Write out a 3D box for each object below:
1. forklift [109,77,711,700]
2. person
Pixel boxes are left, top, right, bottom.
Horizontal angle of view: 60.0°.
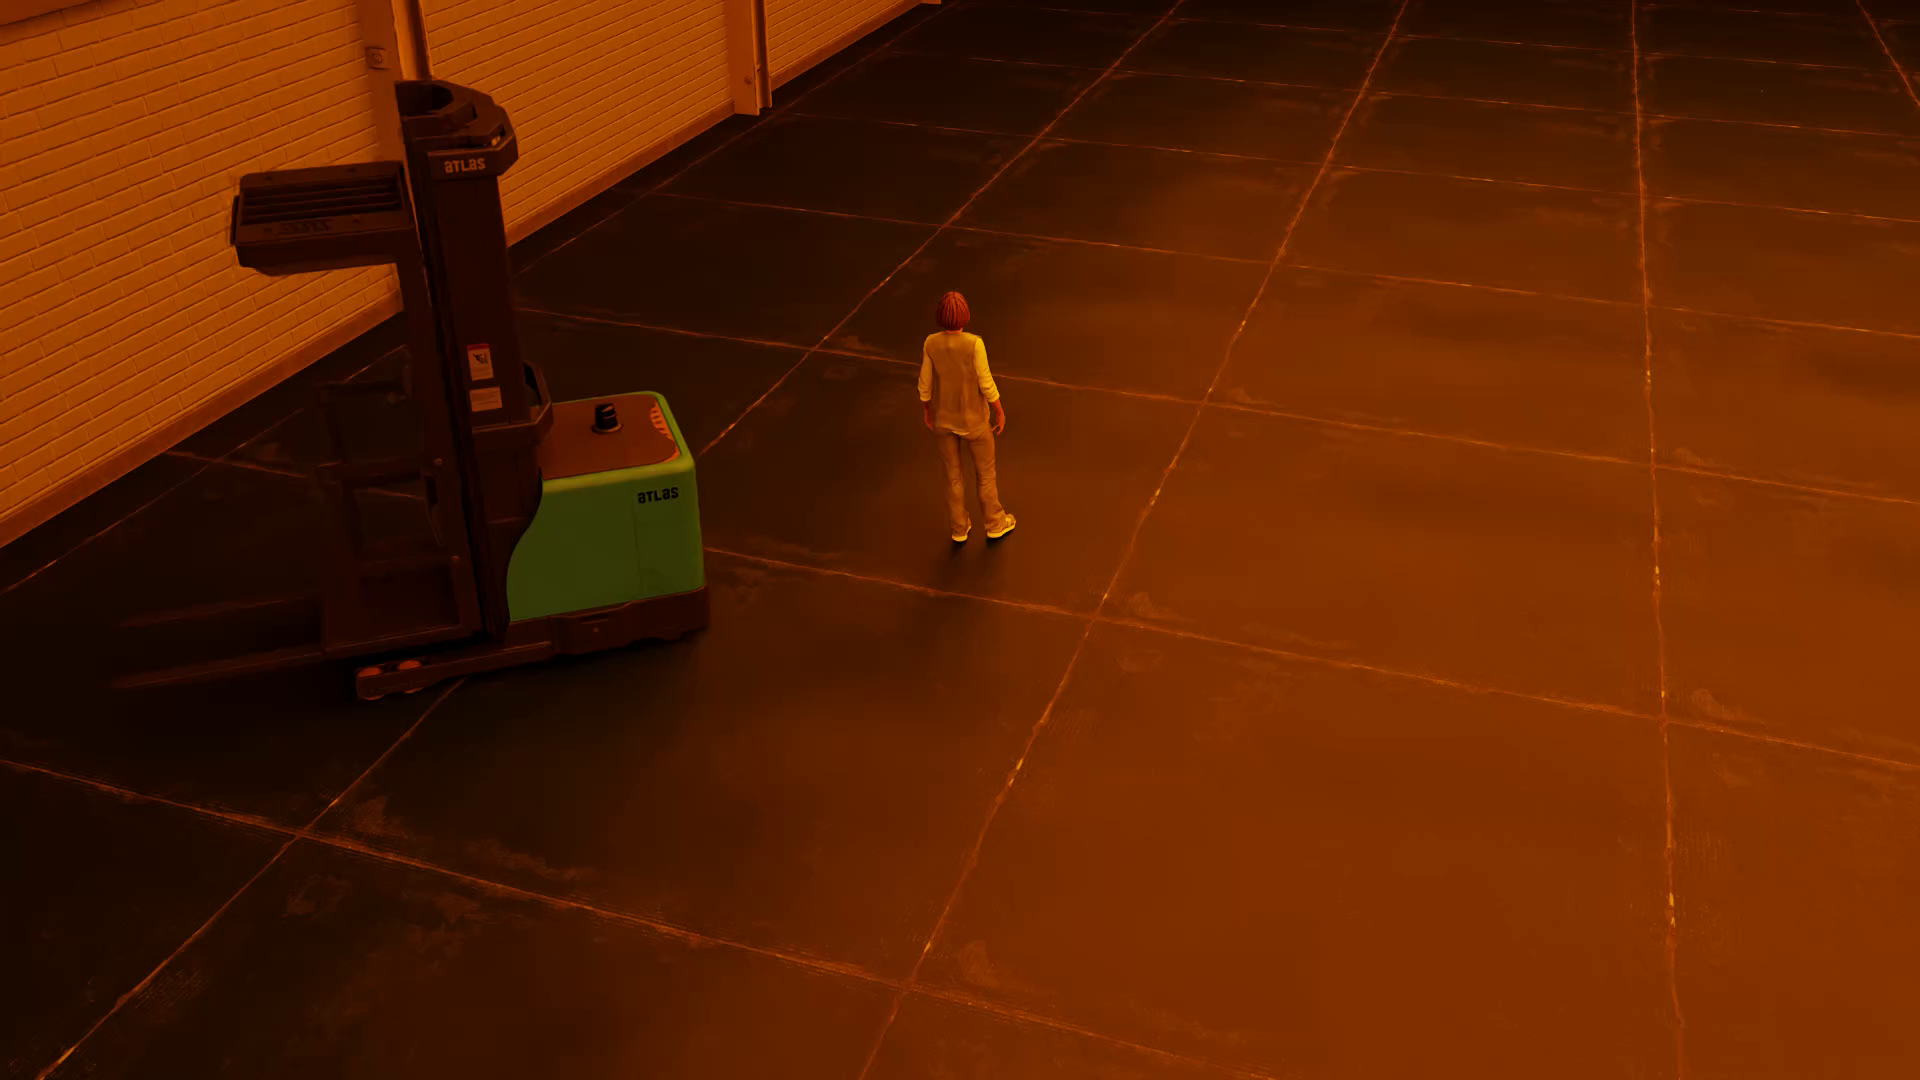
[{"bbox_3d":[-2.950,-0.737,8.430,3.031,2.935,1.130,-10,31,-17],"label":"forklift"},{"bbox_3d":[0.038,-0.733,9.753,0.519,1.598,0.474,10,31,16],"label":"person"}]
